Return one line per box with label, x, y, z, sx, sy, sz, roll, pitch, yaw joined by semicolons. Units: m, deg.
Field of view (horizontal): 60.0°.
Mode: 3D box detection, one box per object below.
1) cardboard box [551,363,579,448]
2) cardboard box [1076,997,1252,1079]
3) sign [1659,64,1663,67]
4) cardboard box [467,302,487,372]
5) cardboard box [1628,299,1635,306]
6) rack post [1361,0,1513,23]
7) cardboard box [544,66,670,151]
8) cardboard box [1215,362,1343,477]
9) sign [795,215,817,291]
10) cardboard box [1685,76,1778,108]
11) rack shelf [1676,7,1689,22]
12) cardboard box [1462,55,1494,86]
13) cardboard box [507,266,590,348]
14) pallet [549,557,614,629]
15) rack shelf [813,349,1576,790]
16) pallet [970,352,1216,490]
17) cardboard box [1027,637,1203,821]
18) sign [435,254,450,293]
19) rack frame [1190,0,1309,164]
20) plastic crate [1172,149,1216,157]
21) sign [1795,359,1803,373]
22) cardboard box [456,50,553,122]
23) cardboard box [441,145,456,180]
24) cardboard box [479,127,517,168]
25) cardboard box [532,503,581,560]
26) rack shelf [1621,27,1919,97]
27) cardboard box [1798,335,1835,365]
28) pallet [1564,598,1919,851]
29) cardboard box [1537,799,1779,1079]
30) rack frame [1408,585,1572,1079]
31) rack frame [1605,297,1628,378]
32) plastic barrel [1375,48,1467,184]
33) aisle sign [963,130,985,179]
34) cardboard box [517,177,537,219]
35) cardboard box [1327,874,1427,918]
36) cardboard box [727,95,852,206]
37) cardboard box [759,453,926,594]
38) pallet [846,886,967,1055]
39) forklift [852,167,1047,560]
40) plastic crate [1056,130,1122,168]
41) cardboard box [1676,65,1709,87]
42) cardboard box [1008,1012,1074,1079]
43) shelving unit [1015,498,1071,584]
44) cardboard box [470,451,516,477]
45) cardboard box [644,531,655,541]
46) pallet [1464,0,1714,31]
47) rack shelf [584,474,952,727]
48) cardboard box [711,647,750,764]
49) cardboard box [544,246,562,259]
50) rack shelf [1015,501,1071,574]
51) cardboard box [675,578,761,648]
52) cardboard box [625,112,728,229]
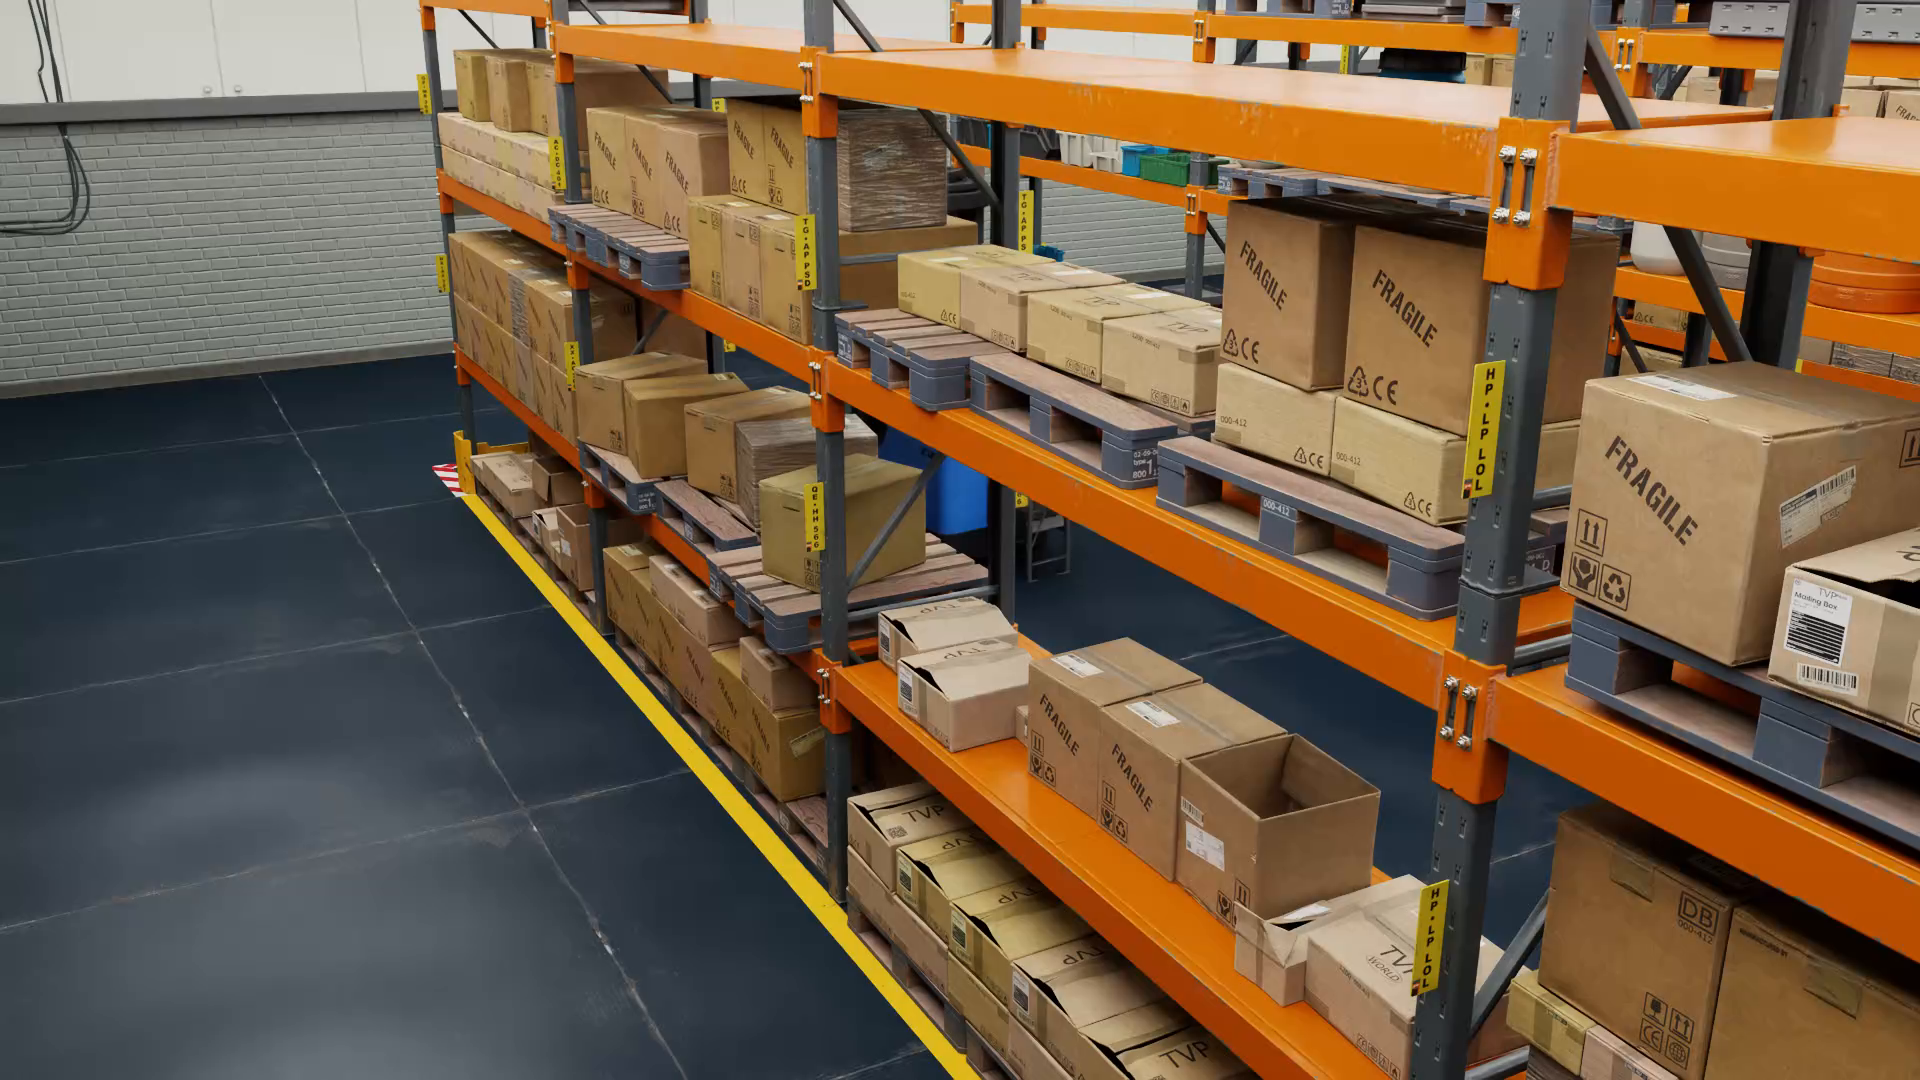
cardboard box;-2.557;-0.981;11.722;0.500;0.500;0.500;-10;21;-26
cardboard box;0.773;1.939;6.125;0.500;0.311;0.500;-10;21;-27
sign;8.662;-5.998;20.476;0.100;0.325;0.005;-10;21;-27
cardboard box;-3.765;-1.710;13.835;0.500;0.500;0.500;-10;22;-27
cardboard box;6.778;-2.381;16.318;0.380;0.149;0.250;-10;21;-27
rack post;3.340;-3.634;11.134;0.937;0.300;0.954;-8;20;-21
cardboard box;-2.359;-2.901;11.156;0.700;0.500;0.500;-10;21;-27
cardboard box;1.157;-0.414;5.222;0.500;0.250;0.500;-12;23;-32
sign;-0.673;-1.260;7.295;0.100;0.325;0.005;-10;21;-27
cardboard box;6.910;-3.862;14.829;0.700;0.500;0.500;-9;21;-25
rack shelf;7.576;-4.096;13.422;1.077;0.370;4.000;-10;21;-27
cardboard box;5.470;-4.760;17.280;0.700;0.500;0.500;-12;22;-30
cardboard box;-3.047;-1.746;12.407;0.500;0.500;0.500;-10;21;-26
pallet;-2.419;0.291;12.464;1.003;0.211;1.213;-10;21;-27
rack shelf;0.755;-0.185;6.074;1.077;0.370;4.000;-10;21;-27
pallet;0.740;-0.509;6.198;1.003;0.211;1.213;-9;21;-24
cardboard box;0.617;0.750;6.705;0.500;0.500;0.500;-11;22;-30
sign;-4.471;-2.303;14.381;0.100;0.325;0.005;-10;21;-27
rack frame;2.267;-4.432;12.680;1.000;3.000;0.127;-10;21;-27
plastic crate;1.918;-3.351;14.347;0.497;0.269;0.590;-10;21;-27
sign;2.193;-0.319;4.446;0.100;0.325;0.005;-10;21;-27
cardboard box;-3.572;-3.614;13.223;0.700;0.500;0.500;-10;21;-27
cardboard box;-3.973;-3.138;13.759;0.500;0.250;0.500;-10;21;-27
cardboard box;-3.271;-2.942;12.425;0.500;0.250;0.500;-10;21;-27
cardboard box;-2.970;-0.102;12.775;0.500;0.311;0.500;-10;21;-27
rack shelf;5.116;-2.180;7.871;1.077;0.370;4.000;-10;21;-27
cardboard box;7.351;-1.804;14.108;0.500;0.500;0.500;-10;21;-26
pallet;2.133;0.331;3.610;1.003;0.211;1.213;-10;21;-27
cardboard box;1.921;0.933;4.188;0.700;0.500;0.500;-10;21;-26
rack frame;1.705;1.467;4.782;1.000;3.000;0.127;-10;21;-27
rack frame;6.626;-2.363;15.881;1.000;3.000;0.127;-10;21;-27
plastic barrel;3.212;-2.983;11.667;0.600;0.901;0.708;-10;21;-27
aisle sign;0.072;-3.948;16.488;0.394;0.787;0.004;-10;21;-27
cardboard box;-2.787;-2.420;11.679;0.500;0.250;0.500;-10;21;-27
cardboard box;1.464;1.299;5.652;0.380;0.149;0.250;-10;21;-27
cardboard box;-0.881;-2.038;8.656;0.500;0.500;0.500;-10;21;-27
cardboard box;-0.593;-0.091;8.499;0.500;0.500;0.700;16;25;39
pallet;0.162;1.879;7.862;1.003;0.211;1.213;-10;21;-27
forklift;-0.553;-1.616;13.822;1.130;2.935;3.031;-13;23;-33
plastic crate;1.148;-3.422;14.533;0.437;0.282;0.530;-10;21;-27
cardboard box;9.124;-5.665;20.315;0.500;0.250;0.500;-10;21;-26
cardboard box;0.530;2.055;6.648;0.500;0.250;0.500;-10;21;-26
shelving unit;0.539;-0.764;12.627;0.431;2.100;0.503;-13;23;-33
cardboard box;-4.097;-0.665;14.656;0.380;0.149;0.250;-10;21;-27
cardboard box;-2.103;0.079;12.251;0.500;0.311;0.500;-10;21;-27
pallet;3.851;-3.217;10.062;1.213;0.211;1.003;-10;21;-27
rack shelf;-1.144;0.084;9.891;1.077;0.370;4.000;-10;21;-27
cardboard box;-1.091;0.911;9.549;0.500;0.500;0.500;-11;22;-29
cardboard box;-3.049;-2.120;13.490;0.500;0.500;0.500;-9;21;-25
rack shelf;0.539;-0.089;12.860;0.431;0.518;0.480;-13;23;-33
cardboard box;-1.365;0.397;9.891;0.500;0.250;0.500;-10;22;-28
cardboard box;-1.582;-2.196;9.849;0.600;0.600;0.600;-10;22;-27
